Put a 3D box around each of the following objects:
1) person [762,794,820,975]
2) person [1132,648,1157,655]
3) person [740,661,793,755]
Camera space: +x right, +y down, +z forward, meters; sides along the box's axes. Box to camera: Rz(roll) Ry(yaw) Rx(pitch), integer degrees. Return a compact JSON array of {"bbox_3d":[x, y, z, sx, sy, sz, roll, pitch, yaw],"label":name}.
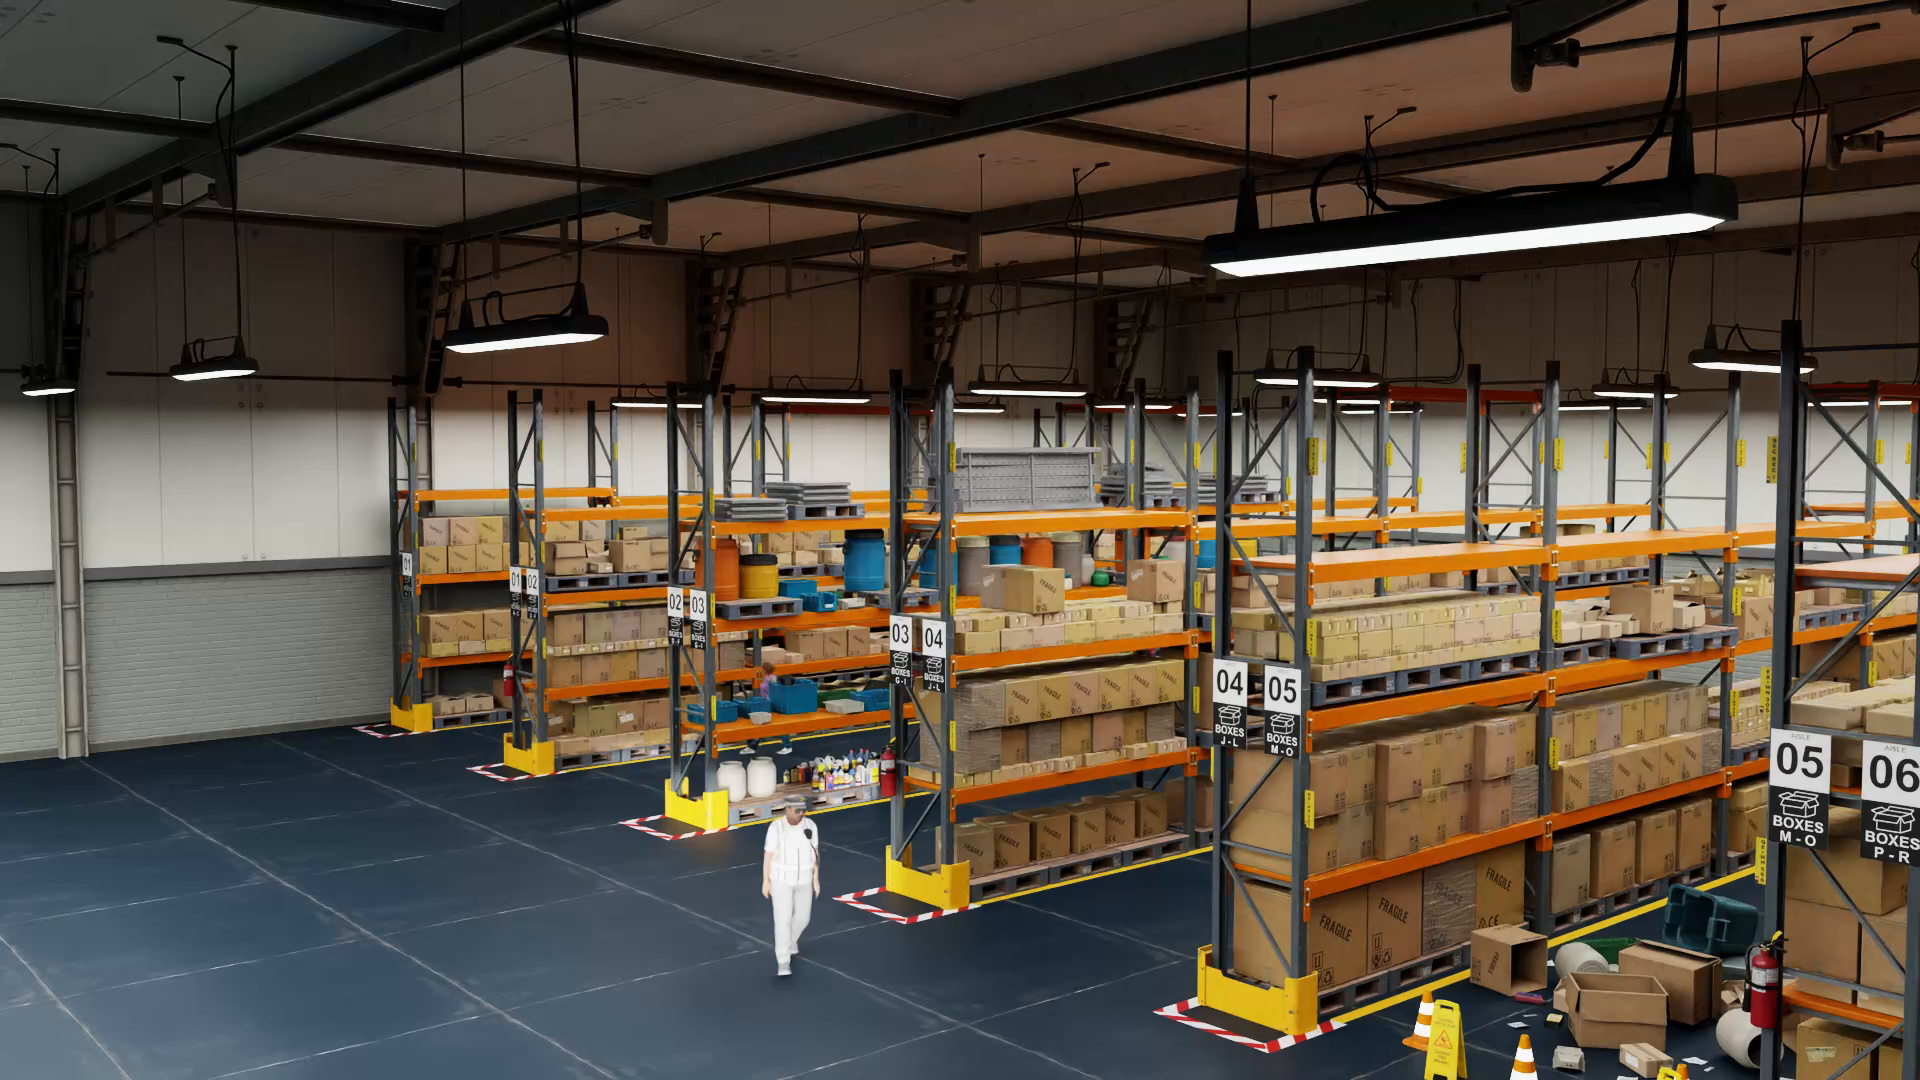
[{"bbox_3d":[-1.673,3.345,16.415,0.544,1.720,0.859,-2,4,-28],"label":"person"},{"bbox_3d":[3.605,2.410,32.746,1.099,1.661,0.608,-3,5,-43],"label":"person"},{"bbox_3d":[-3.200,2.767,27.369,0.905,1.560,0.438,-2,4,-26],"label":"person"}]
